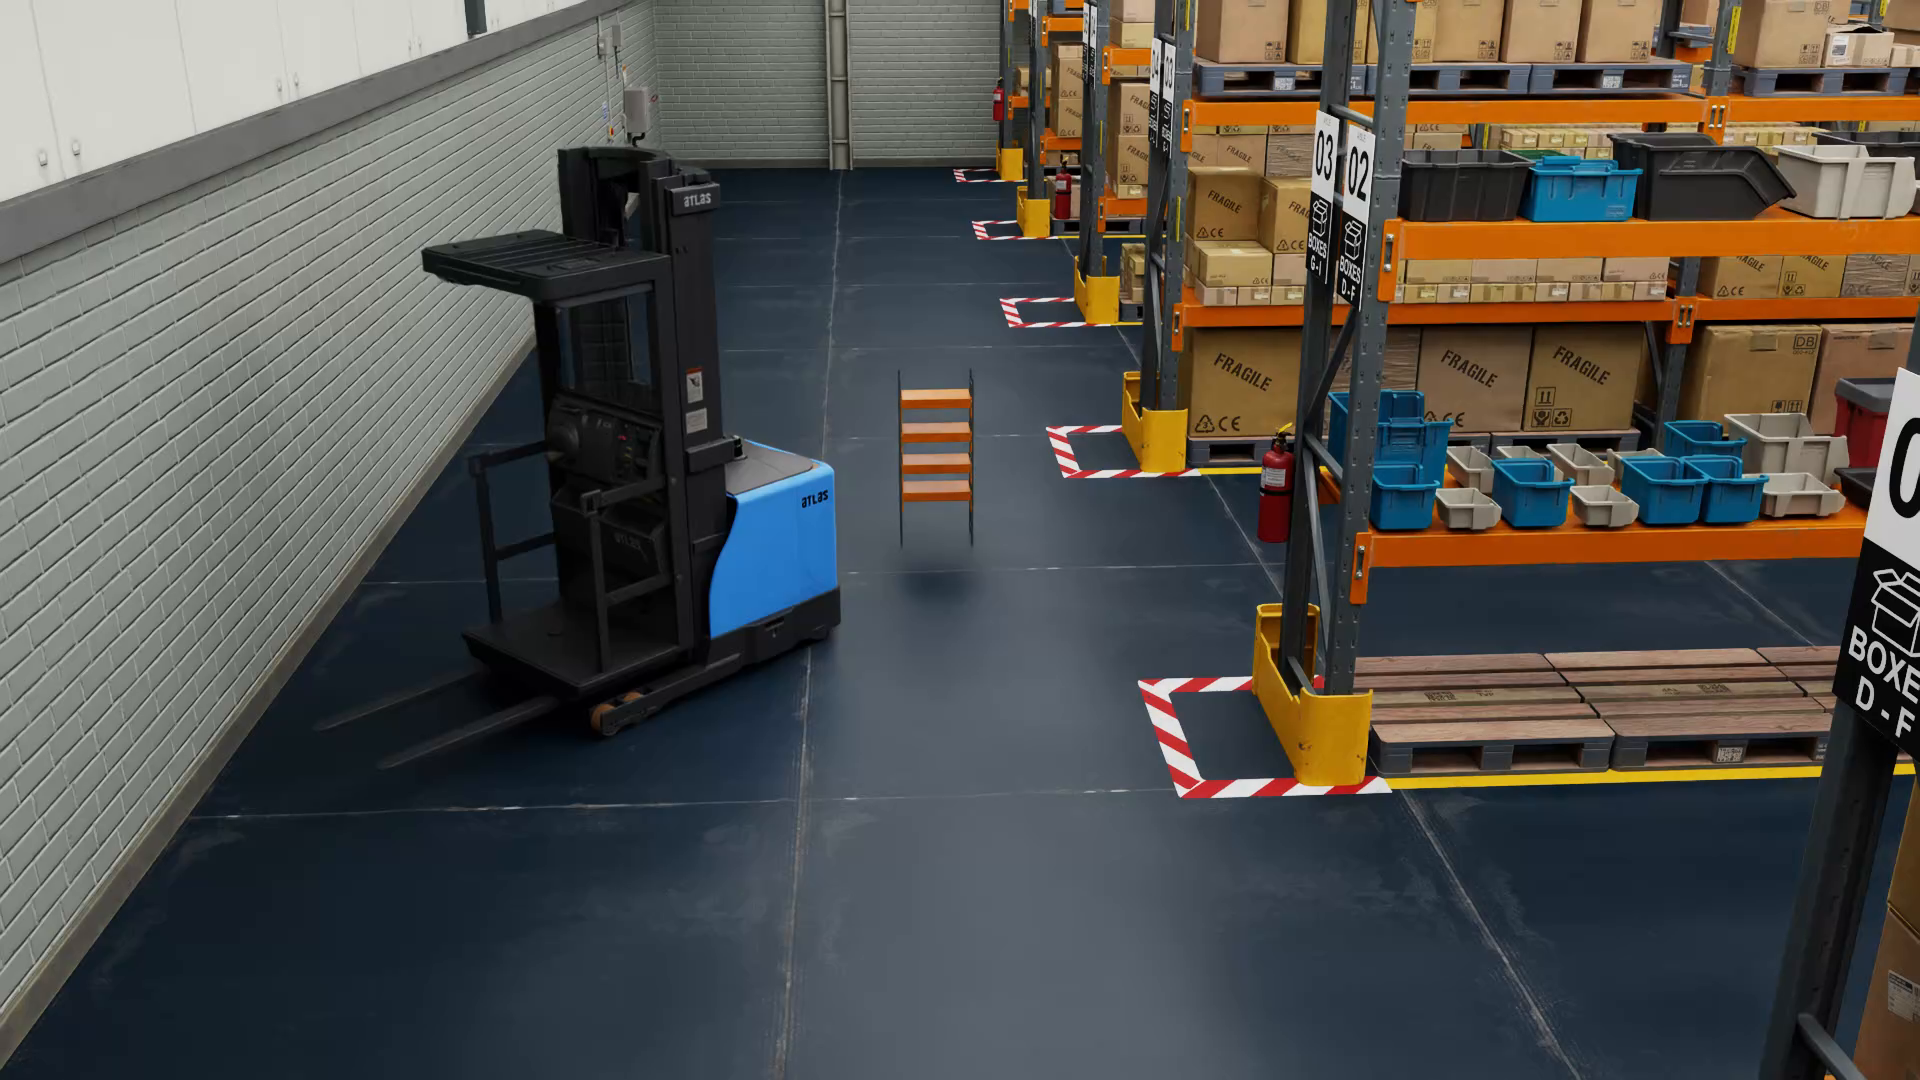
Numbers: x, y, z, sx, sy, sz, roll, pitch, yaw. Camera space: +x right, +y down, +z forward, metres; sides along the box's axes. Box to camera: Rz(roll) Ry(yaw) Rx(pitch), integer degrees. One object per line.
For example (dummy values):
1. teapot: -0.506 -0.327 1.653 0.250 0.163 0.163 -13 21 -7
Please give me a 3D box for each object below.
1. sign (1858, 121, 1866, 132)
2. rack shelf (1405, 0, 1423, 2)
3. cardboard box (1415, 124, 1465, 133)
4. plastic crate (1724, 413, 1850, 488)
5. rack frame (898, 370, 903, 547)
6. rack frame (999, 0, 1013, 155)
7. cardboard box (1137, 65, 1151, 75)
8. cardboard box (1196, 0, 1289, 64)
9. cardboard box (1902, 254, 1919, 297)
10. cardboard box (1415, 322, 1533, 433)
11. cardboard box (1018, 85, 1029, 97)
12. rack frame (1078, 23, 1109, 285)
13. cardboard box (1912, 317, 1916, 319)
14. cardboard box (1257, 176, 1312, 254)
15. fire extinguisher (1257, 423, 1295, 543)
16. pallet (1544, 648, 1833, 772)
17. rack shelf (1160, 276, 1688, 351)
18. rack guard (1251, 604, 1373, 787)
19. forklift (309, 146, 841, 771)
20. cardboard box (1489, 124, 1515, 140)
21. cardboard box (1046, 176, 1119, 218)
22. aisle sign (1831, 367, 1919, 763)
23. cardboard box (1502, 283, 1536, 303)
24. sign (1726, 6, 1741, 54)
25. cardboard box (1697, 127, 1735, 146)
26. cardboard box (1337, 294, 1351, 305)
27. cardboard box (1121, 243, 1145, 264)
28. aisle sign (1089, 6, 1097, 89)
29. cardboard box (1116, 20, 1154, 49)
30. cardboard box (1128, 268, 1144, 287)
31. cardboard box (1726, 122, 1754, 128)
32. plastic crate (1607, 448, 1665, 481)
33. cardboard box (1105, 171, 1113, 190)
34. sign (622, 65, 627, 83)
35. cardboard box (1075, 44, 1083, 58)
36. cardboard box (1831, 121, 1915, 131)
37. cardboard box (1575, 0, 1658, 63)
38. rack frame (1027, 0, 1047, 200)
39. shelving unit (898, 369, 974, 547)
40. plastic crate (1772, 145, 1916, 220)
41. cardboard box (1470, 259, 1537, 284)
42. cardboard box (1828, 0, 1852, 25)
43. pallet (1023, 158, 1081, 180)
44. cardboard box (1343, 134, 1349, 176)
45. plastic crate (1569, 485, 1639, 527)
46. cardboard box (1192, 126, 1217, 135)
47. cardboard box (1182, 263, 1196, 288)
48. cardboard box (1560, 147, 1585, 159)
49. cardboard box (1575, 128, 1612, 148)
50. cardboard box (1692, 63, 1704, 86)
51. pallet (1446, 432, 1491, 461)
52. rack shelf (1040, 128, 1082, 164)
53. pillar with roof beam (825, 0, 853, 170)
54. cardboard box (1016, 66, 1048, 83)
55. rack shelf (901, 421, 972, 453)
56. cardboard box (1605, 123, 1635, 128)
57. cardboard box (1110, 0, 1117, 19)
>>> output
1. sign: 9.434 -4.374 17.378 0.005 0.325 0.100 -1 21 -3
2. rack shelf: 3.869 -2.698 7.633 4.000 0.370 1.077 -1 21 -3
3. cardboard box: 4.947 -4.529 17.337 0.500 0.500 0.500 -2 21 -5
4. plastic crate: 4.330 -0.465 8.709 0.530 0.282 0.437 -1 21 -3
5. rack frame: -0.409 -0.552 11.386 0.015 1.200 0.240 -1 21 -3
6. rack frame: 0.736 -7.420 26.893 0.127 3.000 1.000 -1 21 -3
7. cardboard box: 2.548 -6.105 21.895 0.500 0.500 0.500 -1 21 -3
8. cardboard box: 2.105 -3.857 12.450 0.500 0.500 0.700 -2 21 -6
9. cardboard box: 7.573 -2.218 13.089 0.500 0.500 0.500 -1 21 -2
10. cardboard box: 4.021 -1.417 13.524 0.875 0.875 0.875 -1 21 -3
11. cardboard box: 1.080 -7.211 26.700 0.250 0.149 0.380 -1 21 -3
12. rack frame: 1.407 -3.900 17.649 0.127 3.000 1.000 -1 21 -3
13. cardboard box: 7.996 -1.480 13.688 0.875 0.875 1.225 -1 21 -3
14. cardboard box: 2.583 -2.480 12.657 0.500 0.500 0.500 -2 21 -4
15. fire extinguisher: 1.695 -0.325 8.891 0.183 0.674 0.296 -1 21 -3
16. pallet: 3.913 0.900 8.961 1.213 0.211 1.003 -1 21 -3
17. rack shelf: 3.586 -1.841 13.251 4.000 0.370 1.077 -1 21 -3
18. rack guard: 1.849 0.797 8.826 0.348 0.500 1.175 -1 21 -3
19. forklift: -2.073 -0.527 8.886 1.130 2.935 3.031 17 27 38
20. cardboard box: 5.790 -4.416 17.930 0.250 0.149 0.380 0 21 -1
21. cardboard box: 1.677 -4.704 22.772 0.875 0.438 0.875 -2 21 -5
22. aisle sign: 2.065 0.061 3.592 0.004 0.787 0.394 -1 21 -3
23. cardboard box: 4.269 -1.956 12.897 0.250 0.149 0.380 -1 21 -2
24. sign: 5.616 -3.701 12.072 0.005 0.325 0.100 -1 21 -3
25. cardboard box: 7.911 -4.228 17.436 0.250 0.149 0.380 -1 21 -3
26. cardboard box: 2.988 -1.930 12.828 0.250 0.149 0.380 -2 21 -4
27. cardboard box: 1.921 -3.143 18.241 0.250 0.149 0.380 -1 21 -2
28. aisle sign: 1.351 -5.007 16.903 0.004 0.787 0.394 -1 21 -3
29. cardboard box: 1.870 -5.150 16.928 0.500 0.250 0.500 0 21 -1
30. cardboard box: 1.945 -2.823 17.817 0.250 0.149 0.380 0 21 -1
31. cardboard box: 8.408 -4.469 18.070 0.250 0.149 0.380 -1 21 -3
32. plastic crate: 3.537 -0.390 8.716 0.250 0.136 0.298 -1 21 -3
33. cardboard box: 1.716 -3.890 17.975 0.250 0.149 0.380 -1 21 -3
34. sign: -4.783 -6.645 23.698 0.001 0.242 0.339 -1 21 -3
35. cardboard box: 1.651 -6.413 21.792 0.250 0.149 0.380 -1 21 -2
36. cardboard box: 9.843 -4.582 17.895 0.500 0.500 0.700 -1 21 -3
37. cardboard box: 4.805 -3.872 12.488 0.500 0.500 0.700 -2 21 -6
38. rack frame: 1.023 -5.656 22.262 0.127 3.000 1.000 -1 21 -3
39. shelving unit: -0.165 -0.557 11.399 0.503 1.200 0.258 -1 21 -3
40. plastic crate: 4.102 -1.659 7.712 0.530 0.282 0.437 -1 21 -3
41. cardboard box: 4.131 -2.162 12.877 0.500 0.250 0.500 -1 21 -2
42. cardboard box: 8.838 -5.409 17.257 0.500 0.500 0.500 -1 21 -3
43. pallet: 1.608 -6.134 27.437 1.213 0.211 1.003 -1 21 -3
44. cardboard box: 3.918 -4.037 17.451 0.500 0.500 0.500 -1 21 -3
45. plastic crate: 3.139 -0.160 8.113 0.298 0.136 0.250 -1 21 -3
46. cardboard box: 2.374 -4.480 17.210 0.500 0.500 0.500 -1 21 -1
47. cardboard box: 1.926 -2.143 13.387 0.250 0.149 0.380 -1 21 -2
48. cardboard box: 6.336 -4.055 17.401 0.250 0.149 0.380 -1 21 -2
49. cardboard box: 6.603 -4.199 17.361 0.250 0.149 0.380 -1 21 -4
50. cardboard box: 9.993 -6.141 22.386 0.500 0.500 0.500 0 21 0
51. pallet: 3.598 -0.901 13.690 1.213 0.211 1.003 -1 21 -3
52. rack shelf: 3.020 -5.361 22.497 4.000 0.370 1.077 -1 21 -3
53. pillar with roof beam: -1.761 -8.959 22.506 0.400 9.000 9.100 -1 21 -3
54. cardboard box: 1.180 -7.592 27.139 0.500 0.250 0.500 -1 21 -1
55. rack shelf: -0.165 -0.704 11.343 0.480 0.148 0.258 -1 21 -3
56. cardboard box: 7.091 -4.442 17.999 0.250 0.149 0.380 -2 21 -5
57. cardboard box: 1.852 -5.565 17.315 0.500 0.250 0.500 -2 21 -5
